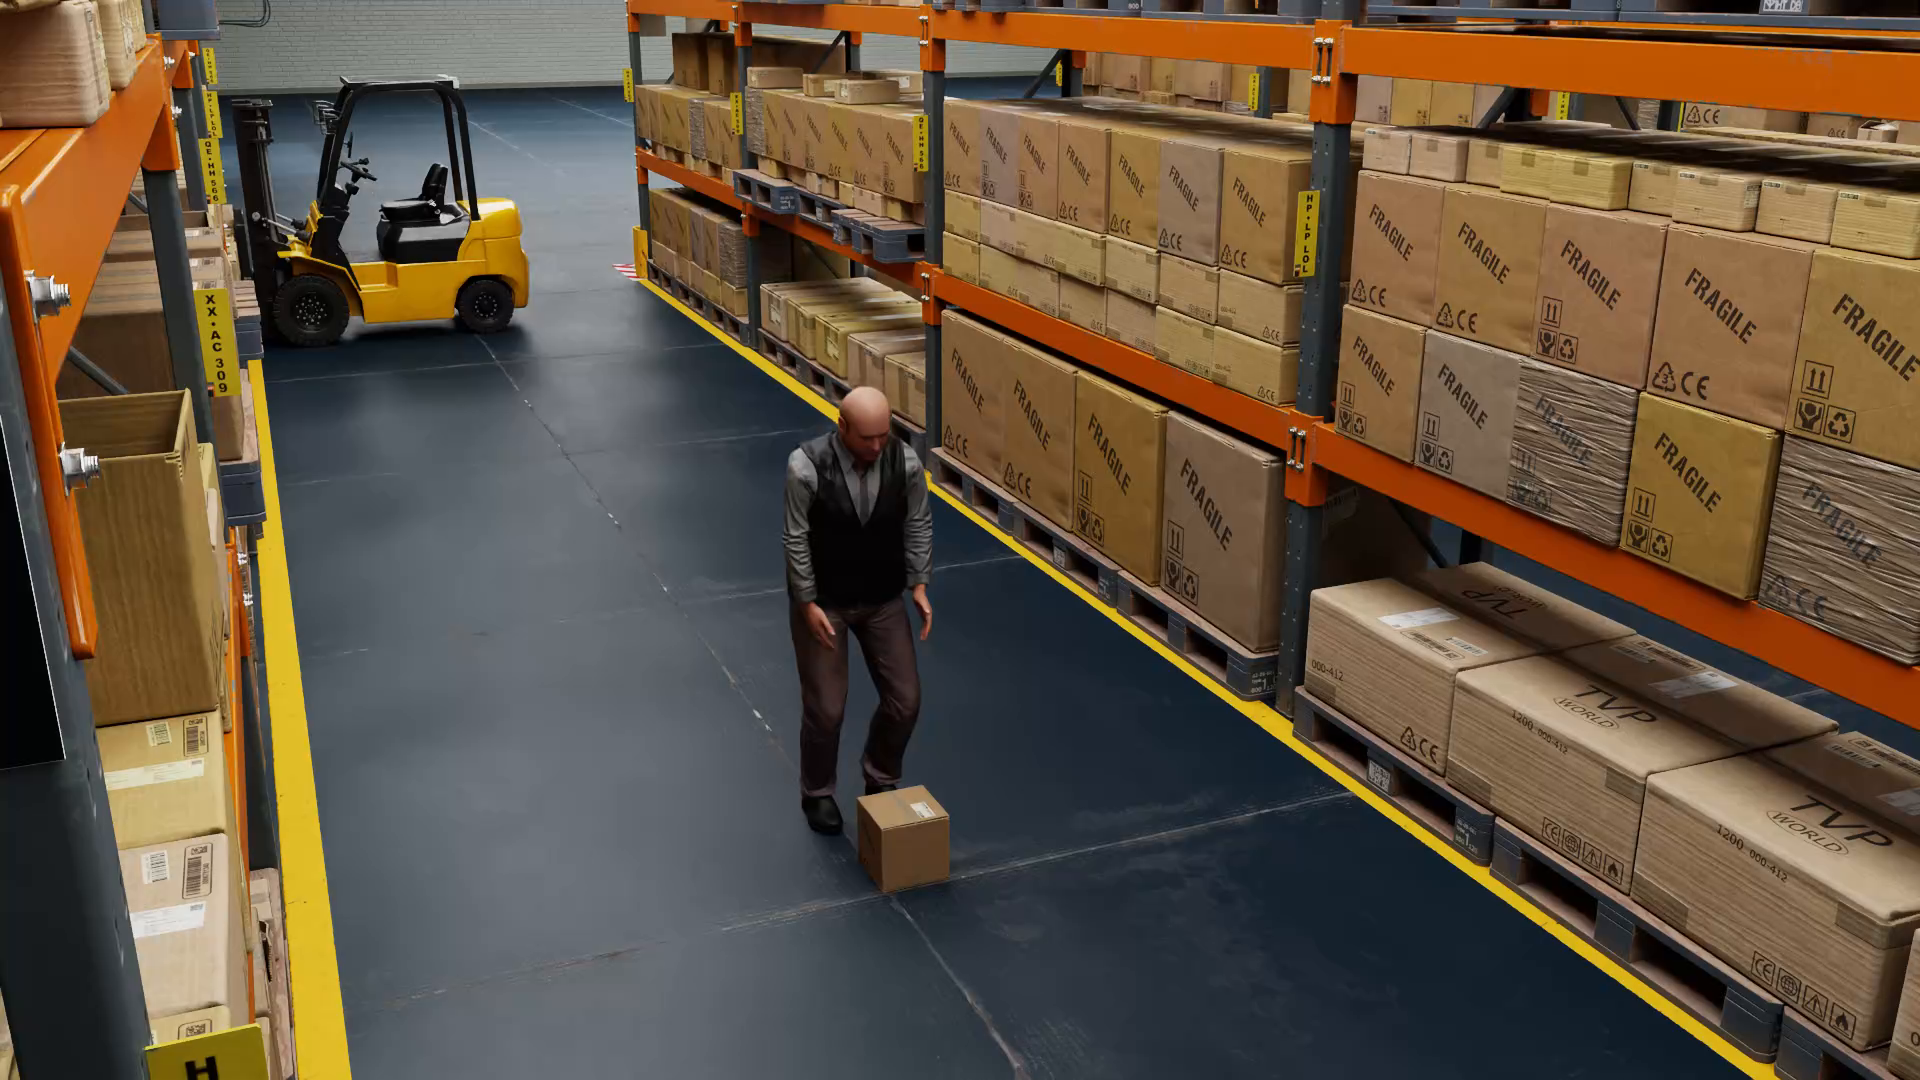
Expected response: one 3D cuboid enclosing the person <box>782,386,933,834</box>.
[{"bbox_3d":[-0.362,0.236,6.019,0.563,1.658,0.427,-7,20,-21],"label":"person"}]
